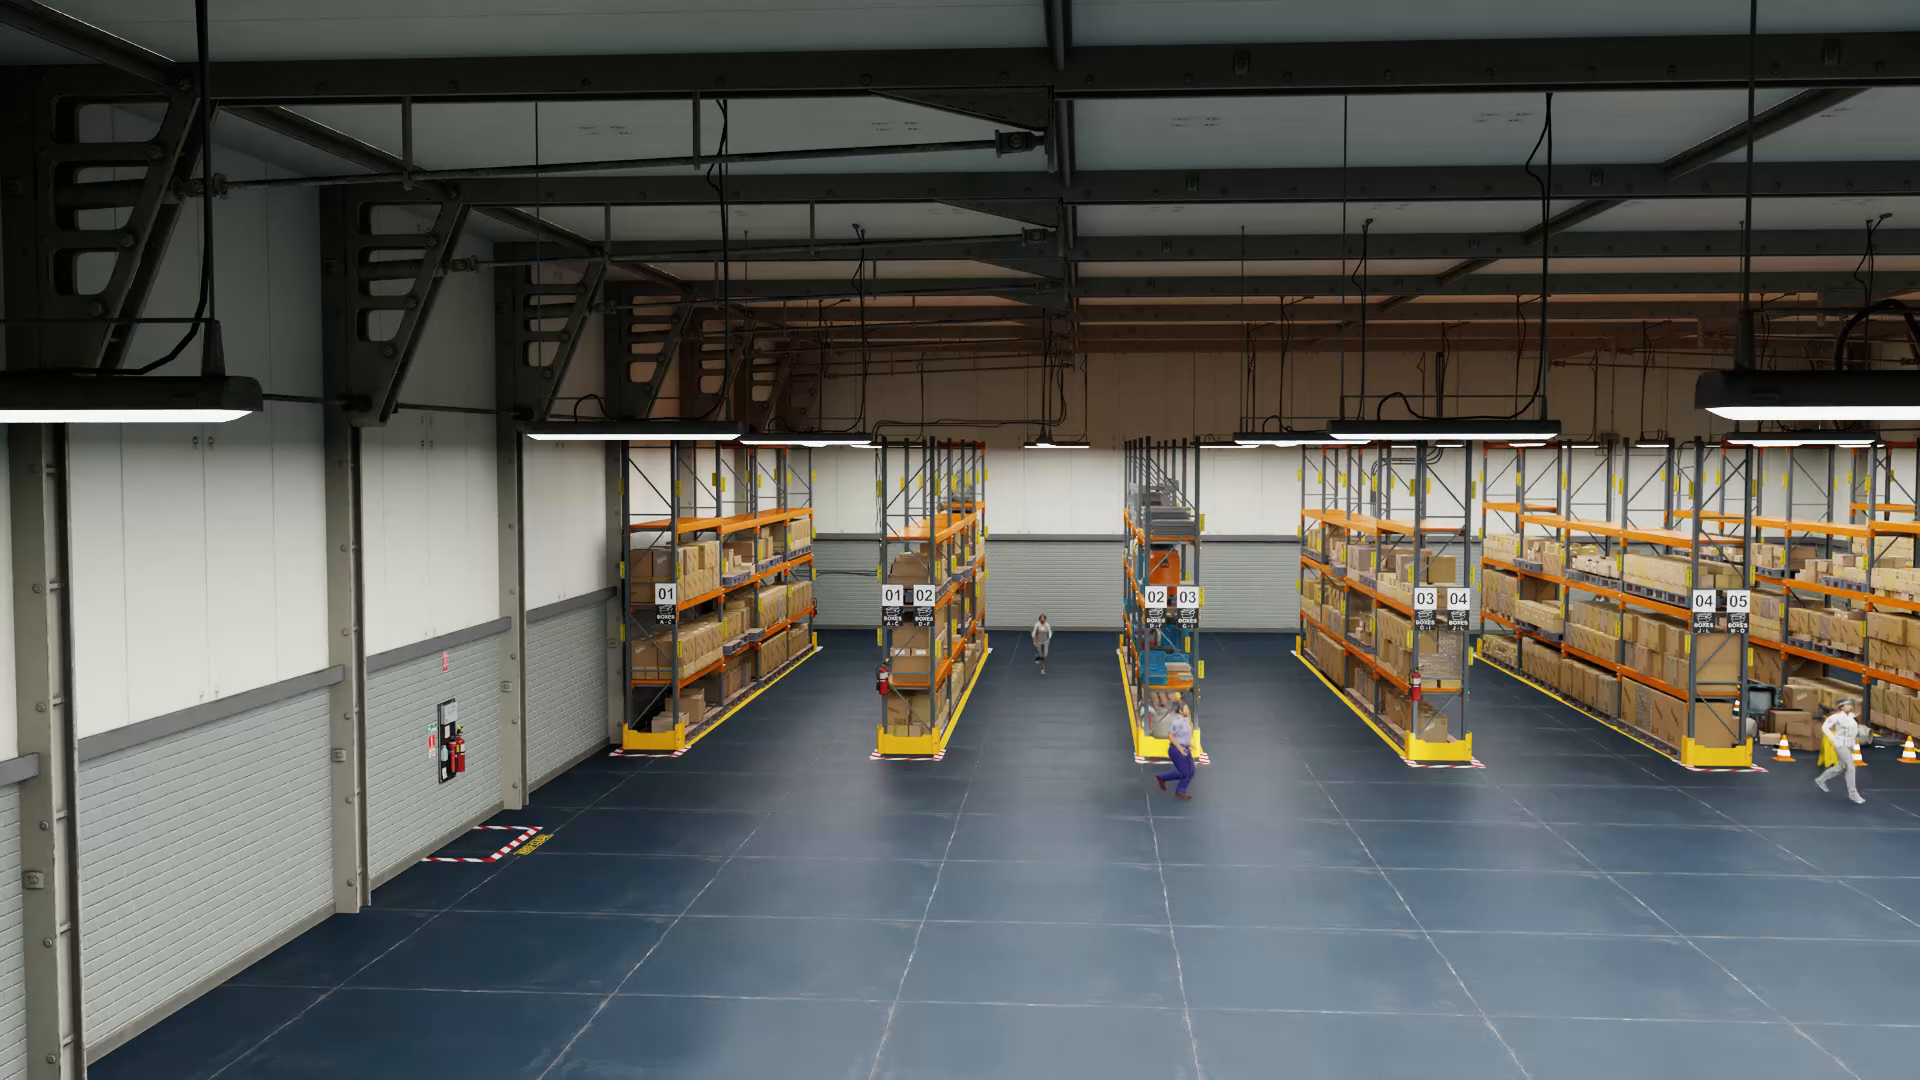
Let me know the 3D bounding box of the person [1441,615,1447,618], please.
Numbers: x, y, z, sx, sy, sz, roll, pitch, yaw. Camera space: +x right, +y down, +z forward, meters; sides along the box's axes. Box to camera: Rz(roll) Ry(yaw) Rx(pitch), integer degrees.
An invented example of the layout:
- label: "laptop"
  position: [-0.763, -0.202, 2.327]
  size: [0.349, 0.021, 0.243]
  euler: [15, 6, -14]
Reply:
- label: "person"
  position: [13.396, 2.370, 46.902]
  size: [0.754, 1.697, 0.911]
  euler: [3, 4, 42]

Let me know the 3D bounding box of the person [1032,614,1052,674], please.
- label: "person"
  position: [2.108, 2.666, 42.848]
  size: [0.521, 1.550, 0.577]
  euler: [0, 3, -7]

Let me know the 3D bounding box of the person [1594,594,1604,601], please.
- label: "person"
  position: [18.234, 2.277, 47.441]
  size: [0.999, 1.782, 0.684]
  euler: [0, 3, 0]

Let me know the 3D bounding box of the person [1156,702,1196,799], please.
- label: "person"
  position: [3.578, 3.472, 27.419]
  size: [0.554, 1.588, 0.578]
  euler: [2, 3, 29]

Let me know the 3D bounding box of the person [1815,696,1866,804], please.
- label: "person"
  position: [14.526, 3.414, 27.369]
  size: [0.598, 1.711, 0.869]
  euler: [-2, 4, -33]
